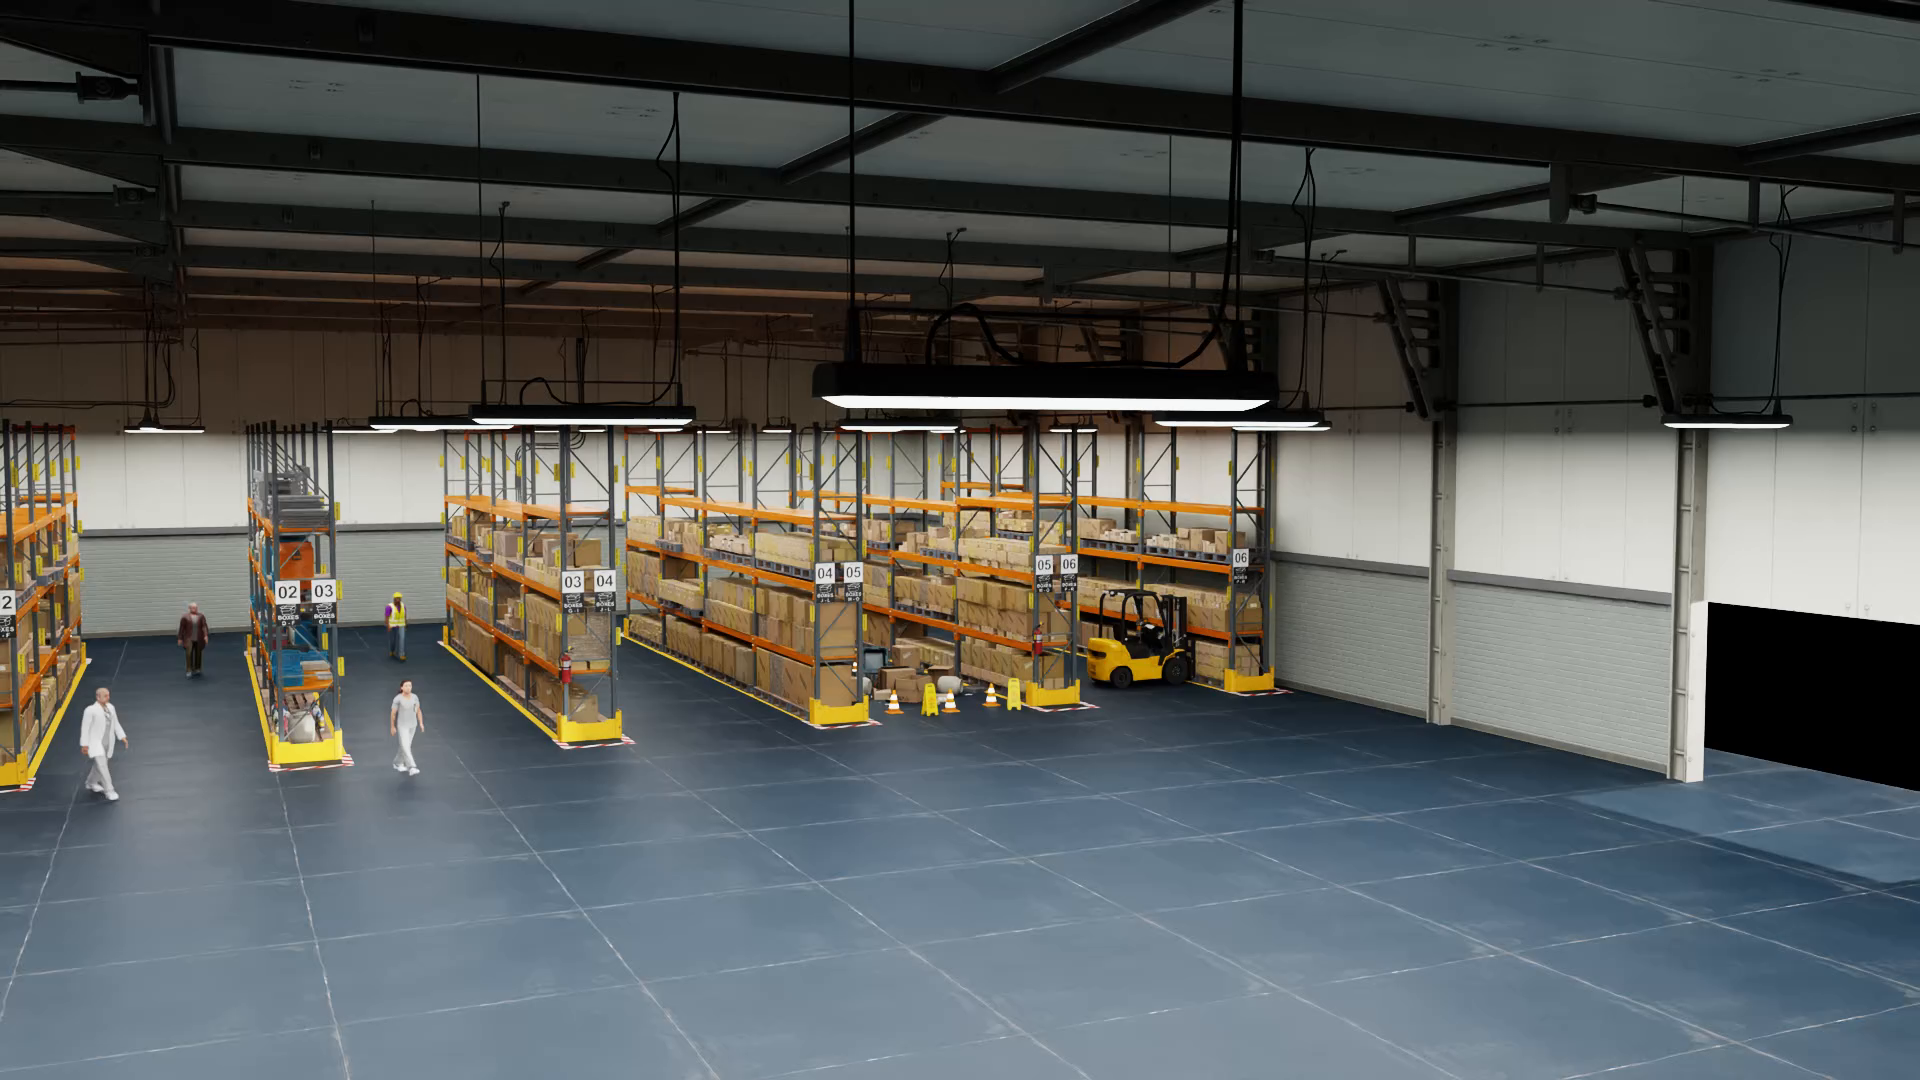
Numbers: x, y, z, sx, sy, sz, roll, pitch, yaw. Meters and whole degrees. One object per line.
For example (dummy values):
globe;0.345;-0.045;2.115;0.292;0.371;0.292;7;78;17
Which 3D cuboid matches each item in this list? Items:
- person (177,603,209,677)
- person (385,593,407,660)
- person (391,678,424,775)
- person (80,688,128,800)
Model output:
person;-18.244;2.359;39.568;0.680;1.717;1.115;-2;4;-29
person;-14.425;2.202;42.551;0.565;1.714;1.093;-2;4;-27
person;-9.279;3.138;27.992;1.059;1.609;0.482;3;4;37
person;-13.541;3.187;26.275;1.174;1.707;0.679;2;4;32
